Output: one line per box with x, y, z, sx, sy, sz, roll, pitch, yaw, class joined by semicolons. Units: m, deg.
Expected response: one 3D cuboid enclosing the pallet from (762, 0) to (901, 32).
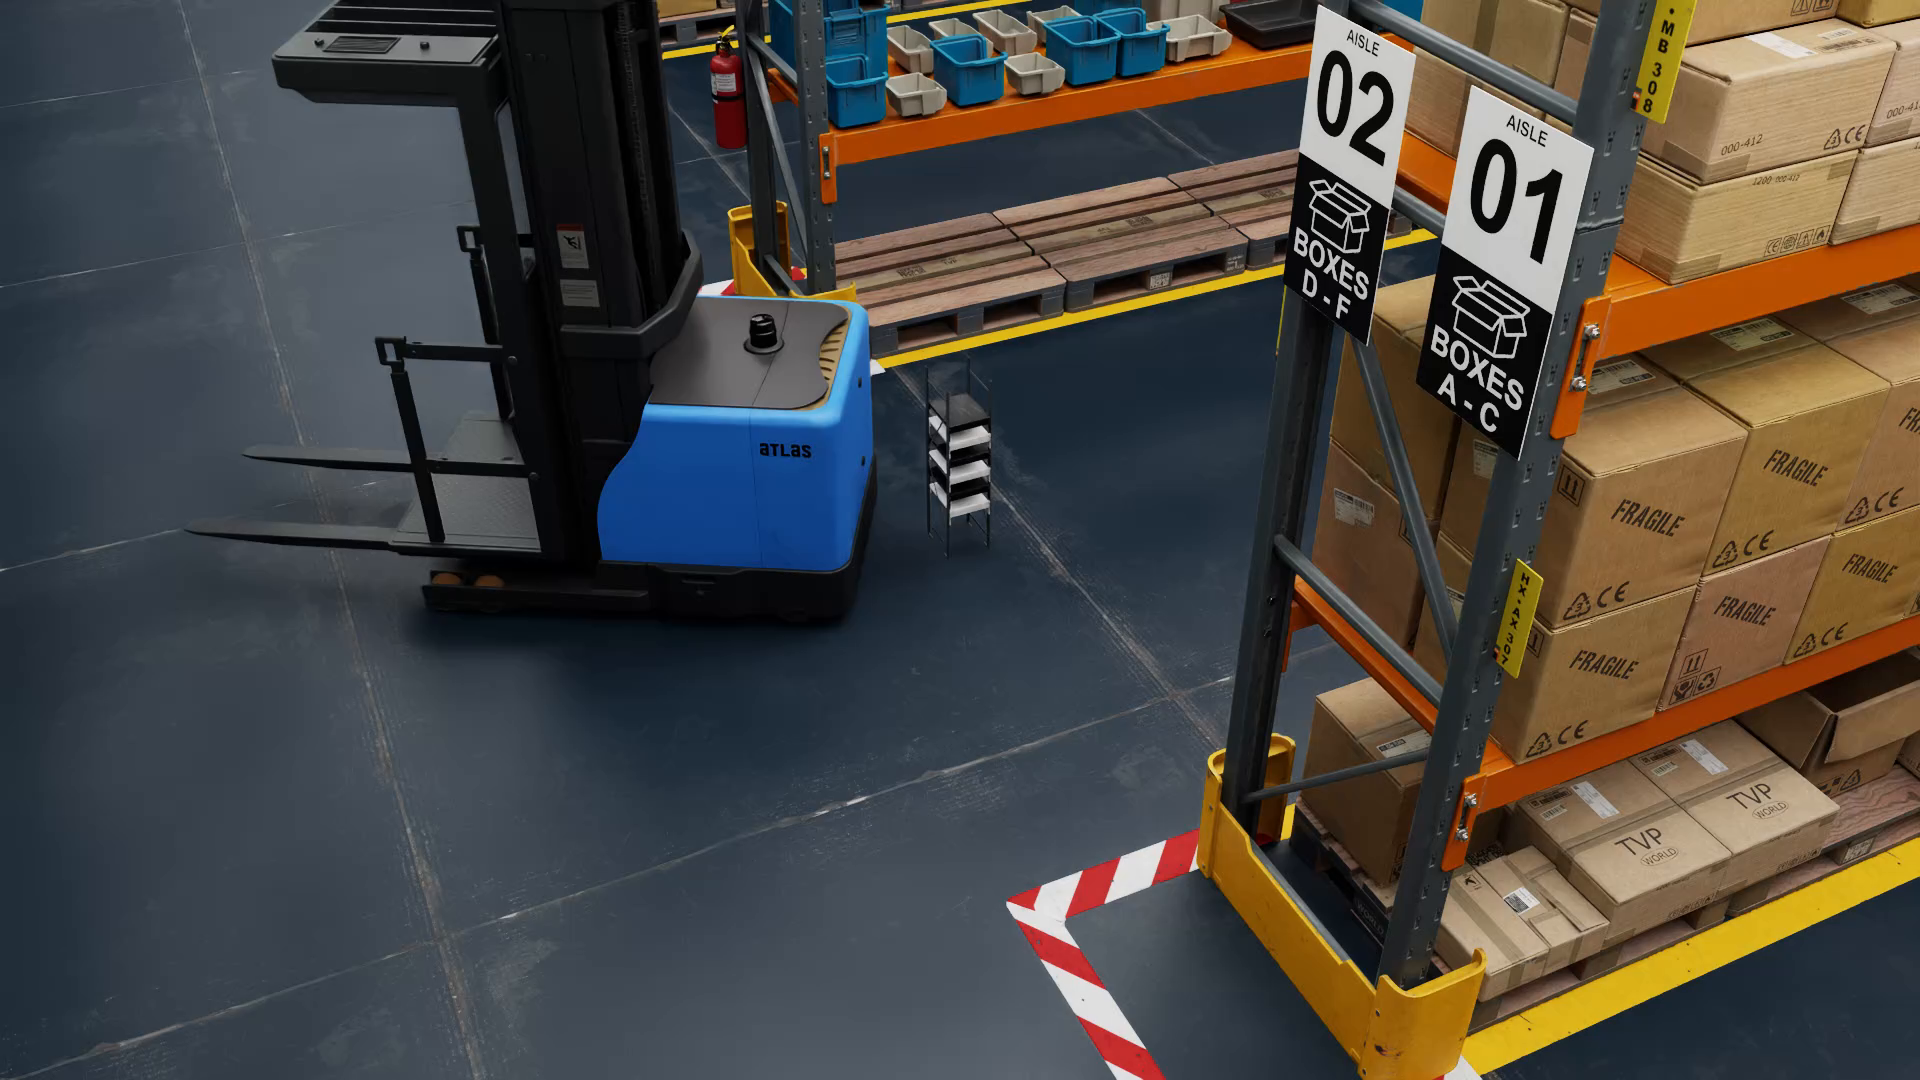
-1.226;-4.518;13.664;1.213;0.211;1.003;-16;39;-20;pallet

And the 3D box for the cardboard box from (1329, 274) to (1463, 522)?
1.472;-0.446;4.911;0.500;0.500;0.500;-16;39;-20;cardboard box

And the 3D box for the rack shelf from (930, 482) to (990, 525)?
-0.007;-0.188;7.606;0.200;0.077;0.258;-16;39;-20;rack shelf

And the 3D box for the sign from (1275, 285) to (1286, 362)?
0.968;-0.640;4.858;0.005;0.325;0.100;-16;39;-20;sign

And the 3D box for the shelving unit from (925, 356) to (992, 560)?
-0.007;-0.359;7.479;0.210;0.900;0.258;-16;39;-20;shelving unit

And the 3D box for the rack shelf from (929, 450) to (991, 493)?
-0.007;-0.333;7.499;0.200;0.077;0.258;-16;39;-20;rack shelf

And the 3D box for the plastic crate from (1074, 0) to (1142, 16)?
0.835;-3.031;9.408;0.300;0.233;0.416;-16;39;-20;plastic crate

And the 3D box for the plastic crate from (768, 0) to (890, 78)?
-0.692;-2.640;8.711;0.499;0.435;0.616;-16;39;-20;plastic crate

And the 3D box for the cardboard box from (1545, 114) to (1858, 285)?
1.759;-0.881;4.028;0.500;0.250;0.500;-16;39;-20;cardboard box

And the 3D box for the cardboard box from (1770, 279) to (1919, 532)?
2.625;-0.416;4.870;0.500;0.500;0.500;-15;39;-19;cardboard box

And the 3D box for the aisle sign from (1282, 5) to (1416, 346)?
0.994;-0.936;4.311;0.004;0.787;0.394;-16;39;-20;aisle sign

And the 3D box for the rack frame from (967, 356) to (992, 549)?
0.085;-0.385;7.514;0.006;0.900;0.240;-16;39;-20;rack frame

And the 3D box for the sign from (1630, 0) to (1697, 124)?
1.417;-1.007;3.338;0.005;0.325;0.100;-16;39;-20;sign

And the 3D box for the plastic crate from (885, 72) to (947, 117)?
-0.226;-2.256;8.444;0.298;0.136;0.250;-16;39;-20;plastic crate

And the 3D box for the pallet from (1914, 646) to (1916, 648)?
4.185;0.537;6.849;1.213;0.211;1.003;-16;39;-20;pallet

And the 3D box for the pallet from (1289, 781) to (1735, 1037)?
1.976;1.155;6.016;1.213;0.211;1.003;-16;39;-20;pallet

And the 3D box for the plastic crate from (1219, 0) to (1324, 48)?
1.807;-2.914;9.341;0.590;0.125;0.437;-16;39;-20;plastic crate

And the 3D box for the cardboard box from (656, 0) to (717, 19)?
-2.474;-4.607;12.875;0.875;0.875;0.875;-16;39;-20;cardboard box

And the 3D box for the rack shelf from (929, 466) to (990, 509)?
-0.007;-0.260;7.553;0.200;0.077;0.258;-16;39;-20;rack shelf

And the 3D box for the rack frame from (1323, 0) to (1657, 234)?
1.186;-2.153;3.099;0.127;3.000;1.000;-16;39;-20;rack frame

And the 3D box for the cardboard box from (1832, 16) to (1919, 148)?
2.217;-1.201;4.040;0.500;0.250;0.500;-16;39;-20;cardboard box

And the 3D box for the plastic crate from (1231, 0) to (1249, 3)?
1.791;-3.387;9.695;0.583;0.464;0.402;-16;39;-20;plastic crate

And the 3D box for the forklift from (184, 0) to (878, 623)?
-1.938;-1.167;6.863;3.031;2.935;1.130;3;37;4;forklift

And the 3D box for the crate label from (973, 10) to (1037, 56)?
0.256;-2.787;9.161;0.243;0.136;0.396;-16;39;-20;crate label

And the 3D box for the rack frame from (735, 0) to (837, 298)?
-0.915;-2.416;8.489;0.127;3.000;1.000;-16;39;-20;rack frame

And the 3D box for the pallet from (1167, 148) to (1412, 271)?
2.057;-2.101;10.406;1.213;0.211;1.003;-16;39;-20;pallet

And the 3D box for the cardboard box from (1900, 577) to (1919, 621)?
3.073;-0.138;5.335;0.500;0.500;0.500;-15;39;-19;cardboard box

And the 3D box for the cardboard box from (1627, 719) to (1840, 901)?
2.704;0.946;5.895;0.500;0.250;0.500;-16;39;-20;cardboard box

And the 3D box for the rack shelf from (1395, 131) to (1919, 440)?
2.996;-1.166;4.890;4.000;0.370;1.077;-16;39;-20;rack shelf

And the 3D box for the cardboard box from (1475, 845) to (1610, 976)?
1.937;1.234;5.578;0.250;0.166;0.380;-16;39;-20;cardboard box

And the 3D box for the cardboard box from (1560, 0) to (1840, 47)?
1.644;-1.529;3.852;0.500;0.500;0.700;-16;39;-20;cardboard box

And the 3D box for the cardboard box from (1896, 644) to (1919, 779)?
3.733;0.634;6.265;0.500;0.311;0.500;-16;39;-20;cardboard box

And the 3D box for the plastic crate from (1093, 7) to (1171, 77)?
0.912;-2.667;8.918;0.300;0.233;0.416;-16;39;-20;plastic crate

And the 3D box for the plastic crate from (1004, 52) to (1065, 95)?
0.388;-2.427;8.676;0.298;0.136;0.250;-16;39;-20;plastic crate

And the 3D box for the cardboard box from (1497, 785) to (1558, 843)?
1.978;0.893;6.037;0.250;0.166;0.380;-16;39;-20;cardboard box

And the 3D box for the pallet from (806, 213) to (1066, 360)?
-0.152;-1.484;9.573;1.213;0.211;1.003;-16;39;-20;pallet

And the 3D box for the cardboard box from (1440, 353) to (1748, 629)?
1.700;-0.156;4.518;0.500;0.500;0.500;-14;39;-19;cardboard box

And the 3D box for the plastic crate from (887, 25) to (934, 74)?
-0.254;-2.638;8.960;0.243;0.136;0.396;-16;39;-20;plastic crate

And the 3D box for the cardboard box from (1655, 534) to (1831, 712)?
2.164;0.113;4.996;0.500;0.500;0.500;-16;39;-20;cardboard box

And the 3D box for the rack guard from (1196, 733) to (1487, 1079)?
1.255;1.241;5.657;0.348;0.500;1.175;-16;39;-20;rack guard

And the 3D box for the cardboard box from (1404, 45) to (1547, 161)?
1.539;-1.160;4.405;0.500;0.250;0.500;-16;39;-20;cardboard box
